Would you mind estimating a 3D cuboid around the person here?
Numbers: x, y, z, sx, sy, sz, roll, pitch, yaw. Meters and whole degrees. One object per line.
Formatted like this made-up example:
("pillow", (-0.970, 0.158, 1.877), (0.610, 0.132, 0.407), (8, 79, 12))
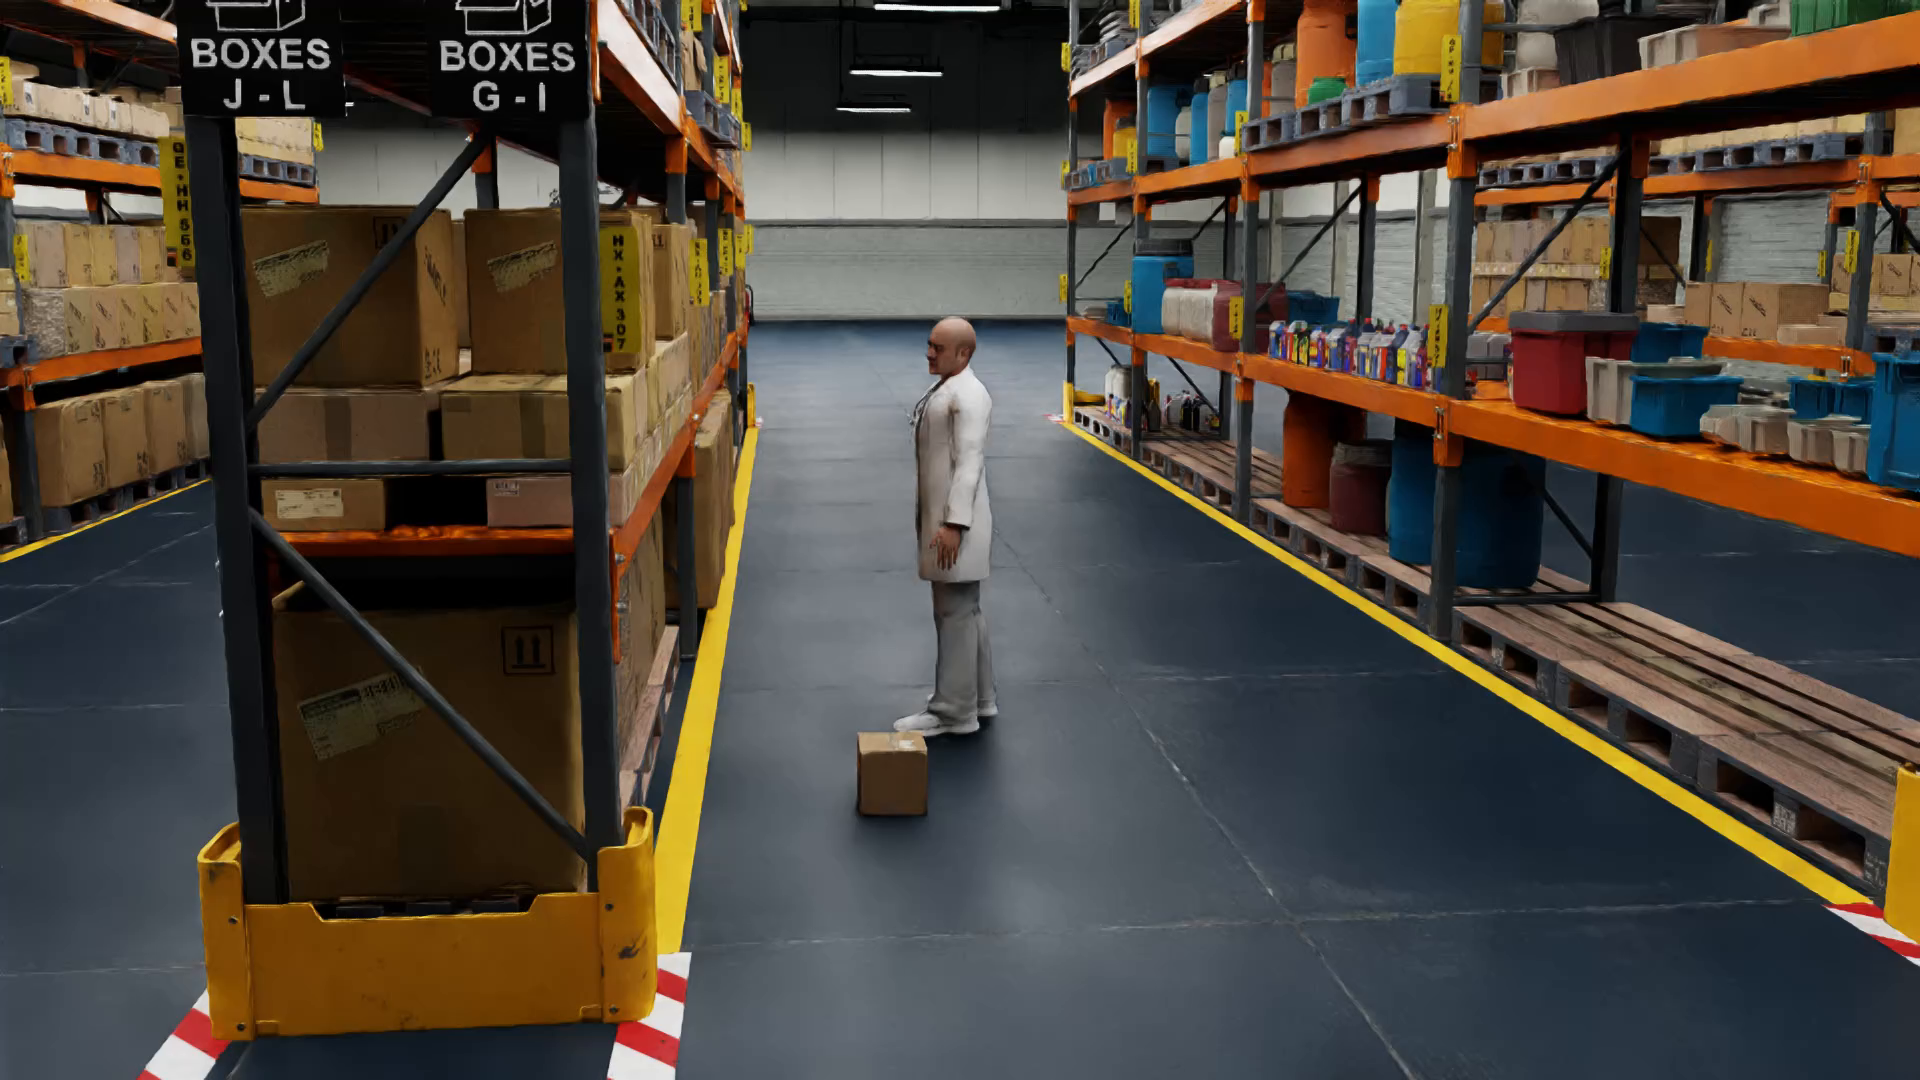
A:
("person", (-0.059, -0.058, 7.150), (0.503, 1.784, 0.694), (-2, 10, -10))
